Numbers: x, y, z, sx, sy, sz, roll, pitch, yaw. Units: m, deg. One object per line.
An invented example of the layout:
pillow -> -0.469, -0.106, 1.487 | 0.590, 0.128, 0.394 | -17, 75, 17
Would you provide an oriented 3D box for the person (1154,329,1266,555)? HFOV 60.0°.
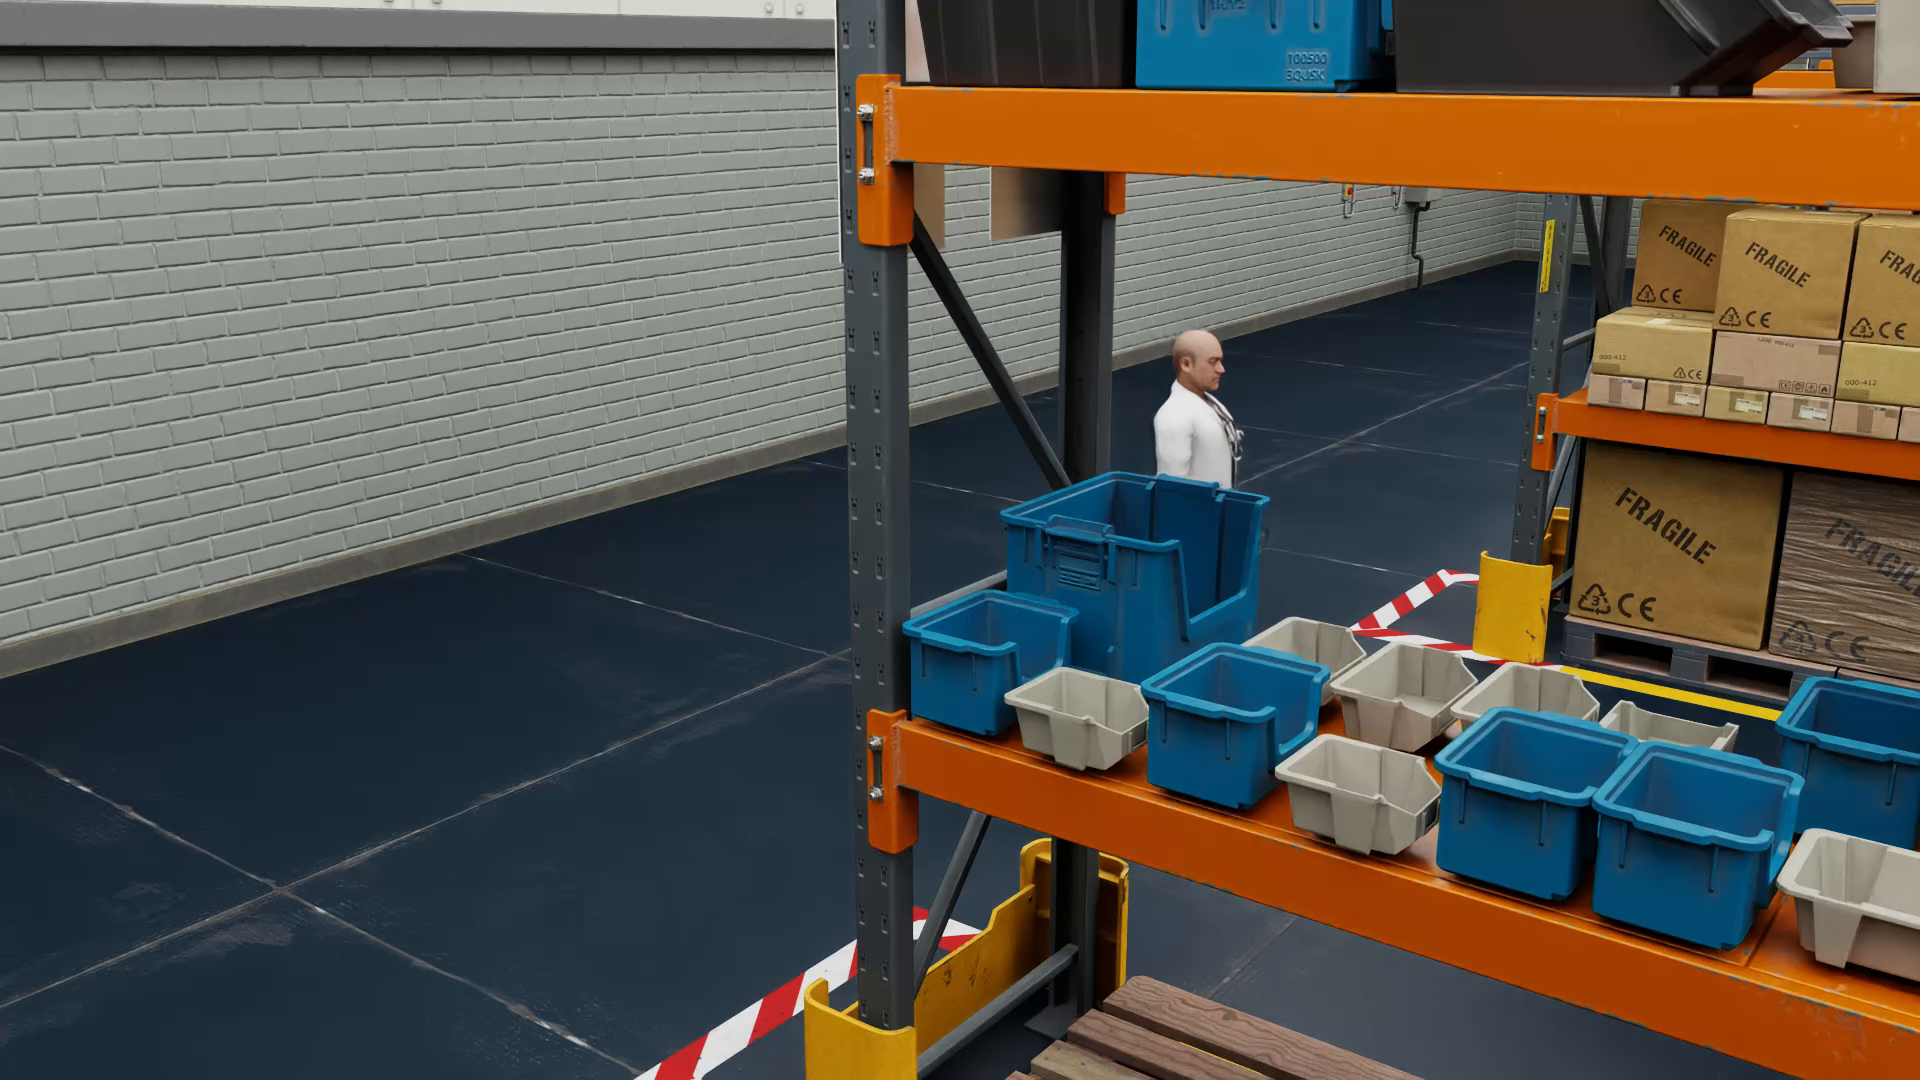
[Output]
person -> 1.057, 0.016, 6.953 | 0.563, 1.786, 0.618 | 5, 17, 17
